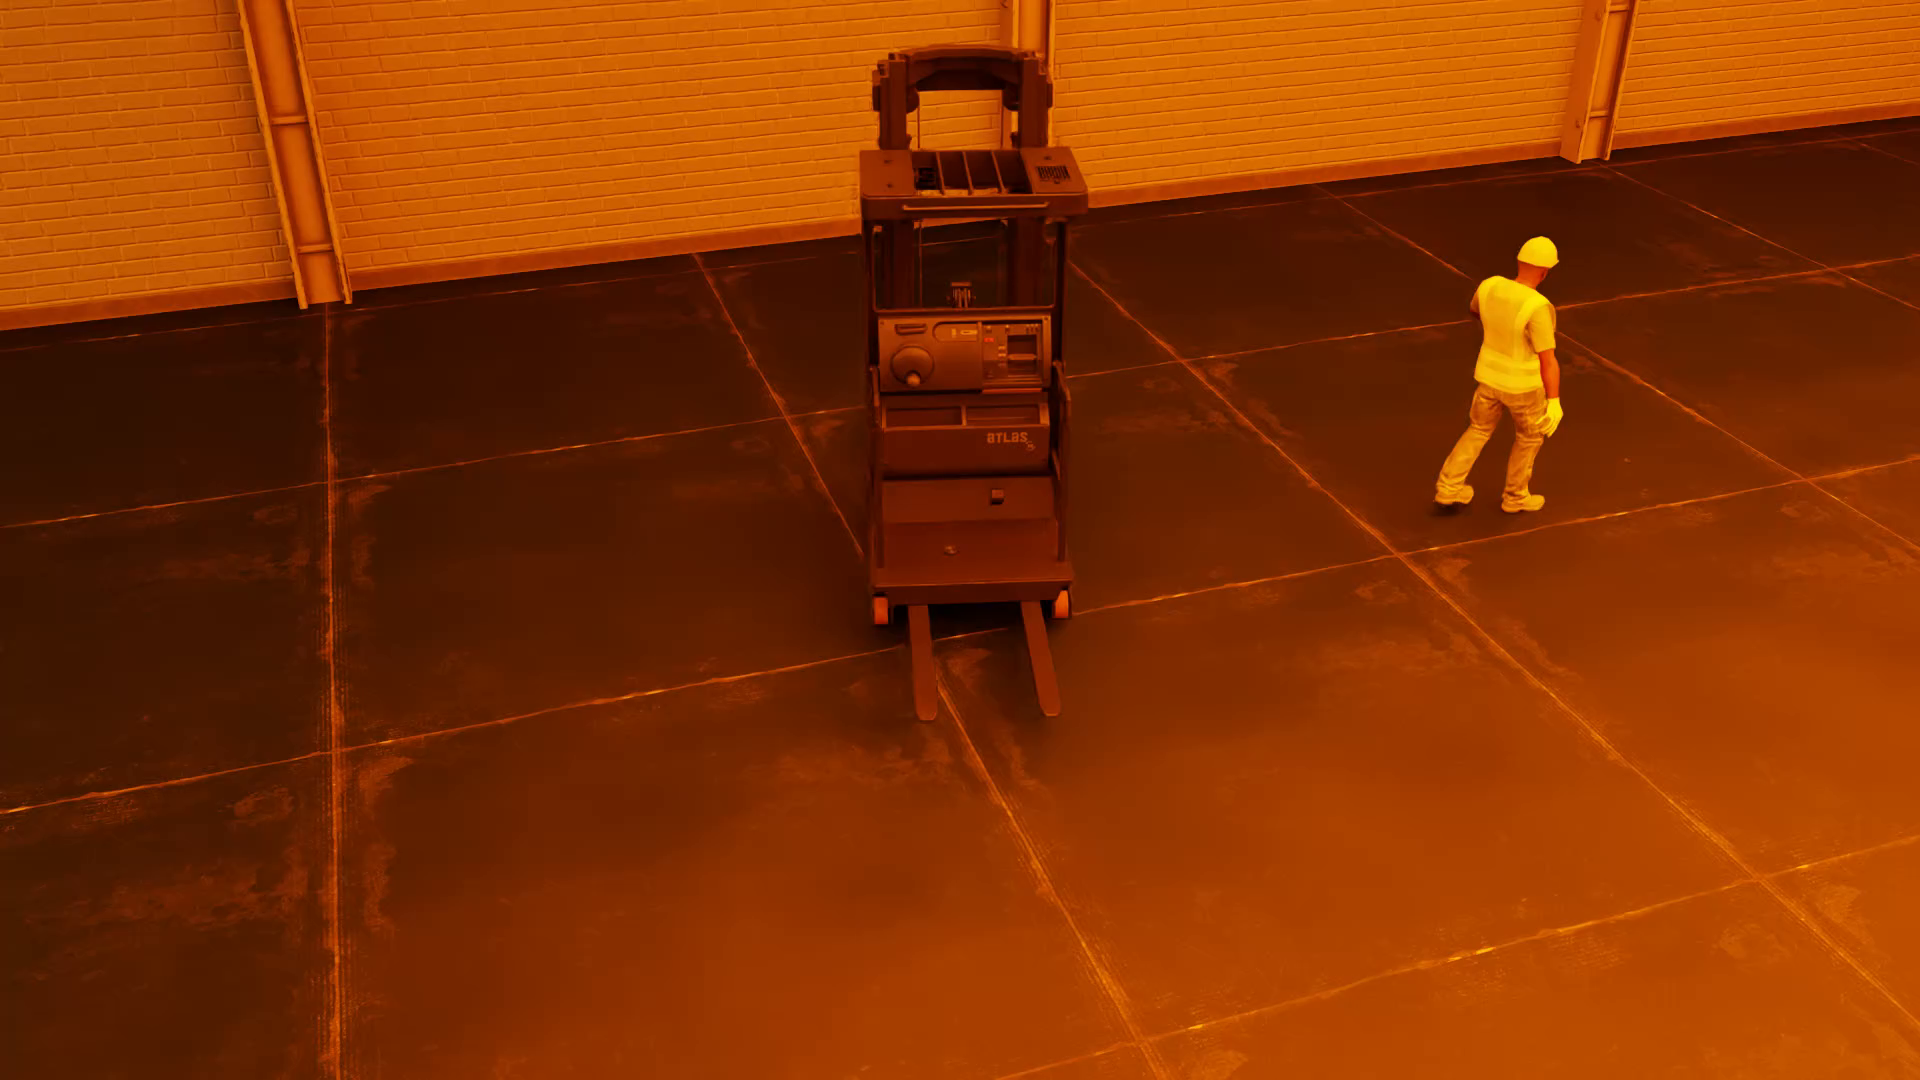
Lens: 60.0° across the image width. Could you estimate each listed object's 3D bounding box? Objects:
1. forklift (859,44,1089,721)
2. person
[{"bbox_3d":[0.043,-0.967,8.767,1.130,2.935,3.031,-2,30,-3],"label":"forklift"},{"bbox_3d":[3.323,-0.960,9.935,0.751,1.760,0.978,-17,34,-27],"label":"person"}]
